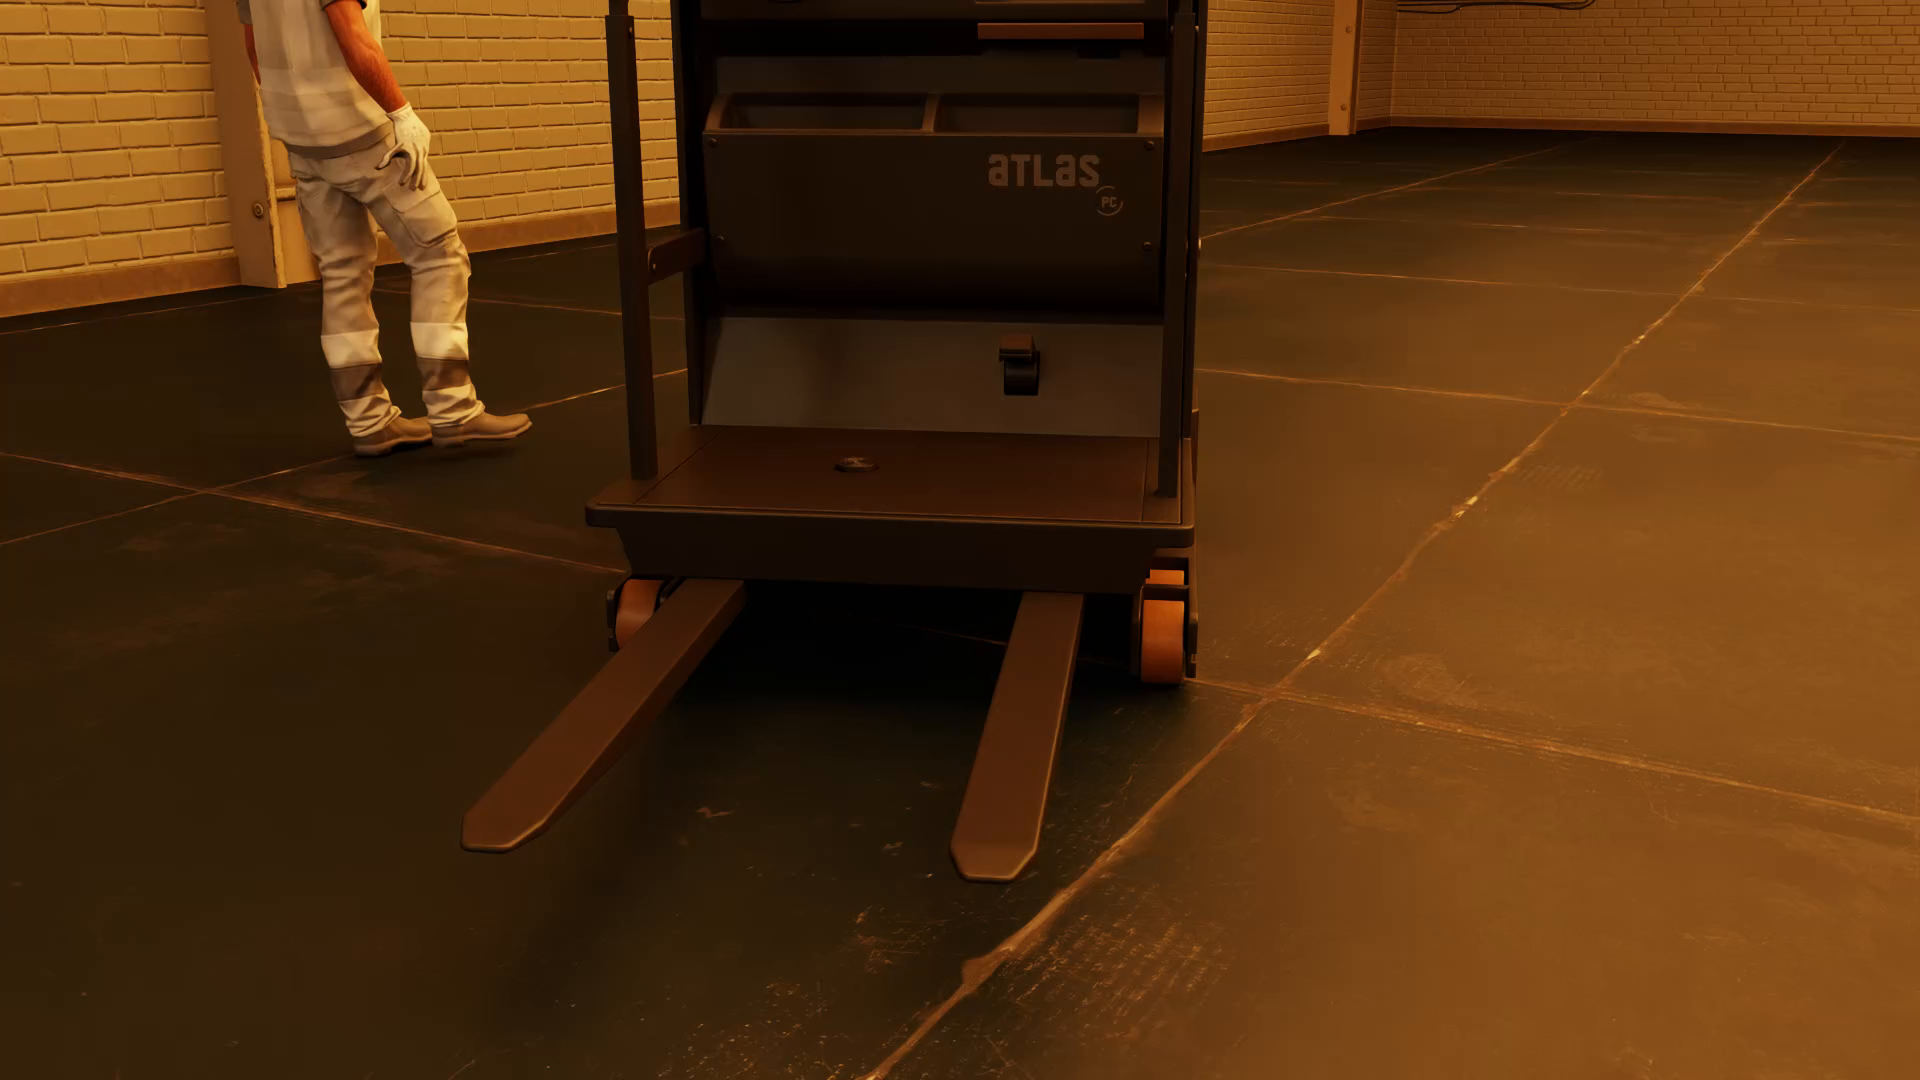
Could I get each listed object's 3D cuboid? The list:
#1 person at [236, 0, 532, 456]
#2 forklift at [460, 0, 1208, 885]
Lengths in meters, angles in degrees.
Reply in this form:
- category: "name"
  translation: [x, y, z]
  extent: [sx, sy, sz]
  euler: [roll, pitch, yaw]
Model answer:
- category: "person"
  translation: [-1.661, -1.131, 4.688]
  extent: [0.638, 1.788, 0.560]
  euler: [14, 21, 38]
- category: "forklift"
  translation: [-0.078, -1.236, 3.048]
  extent: [1.130, 2.935, 3.031]
  euler: [2, 17, 7]
